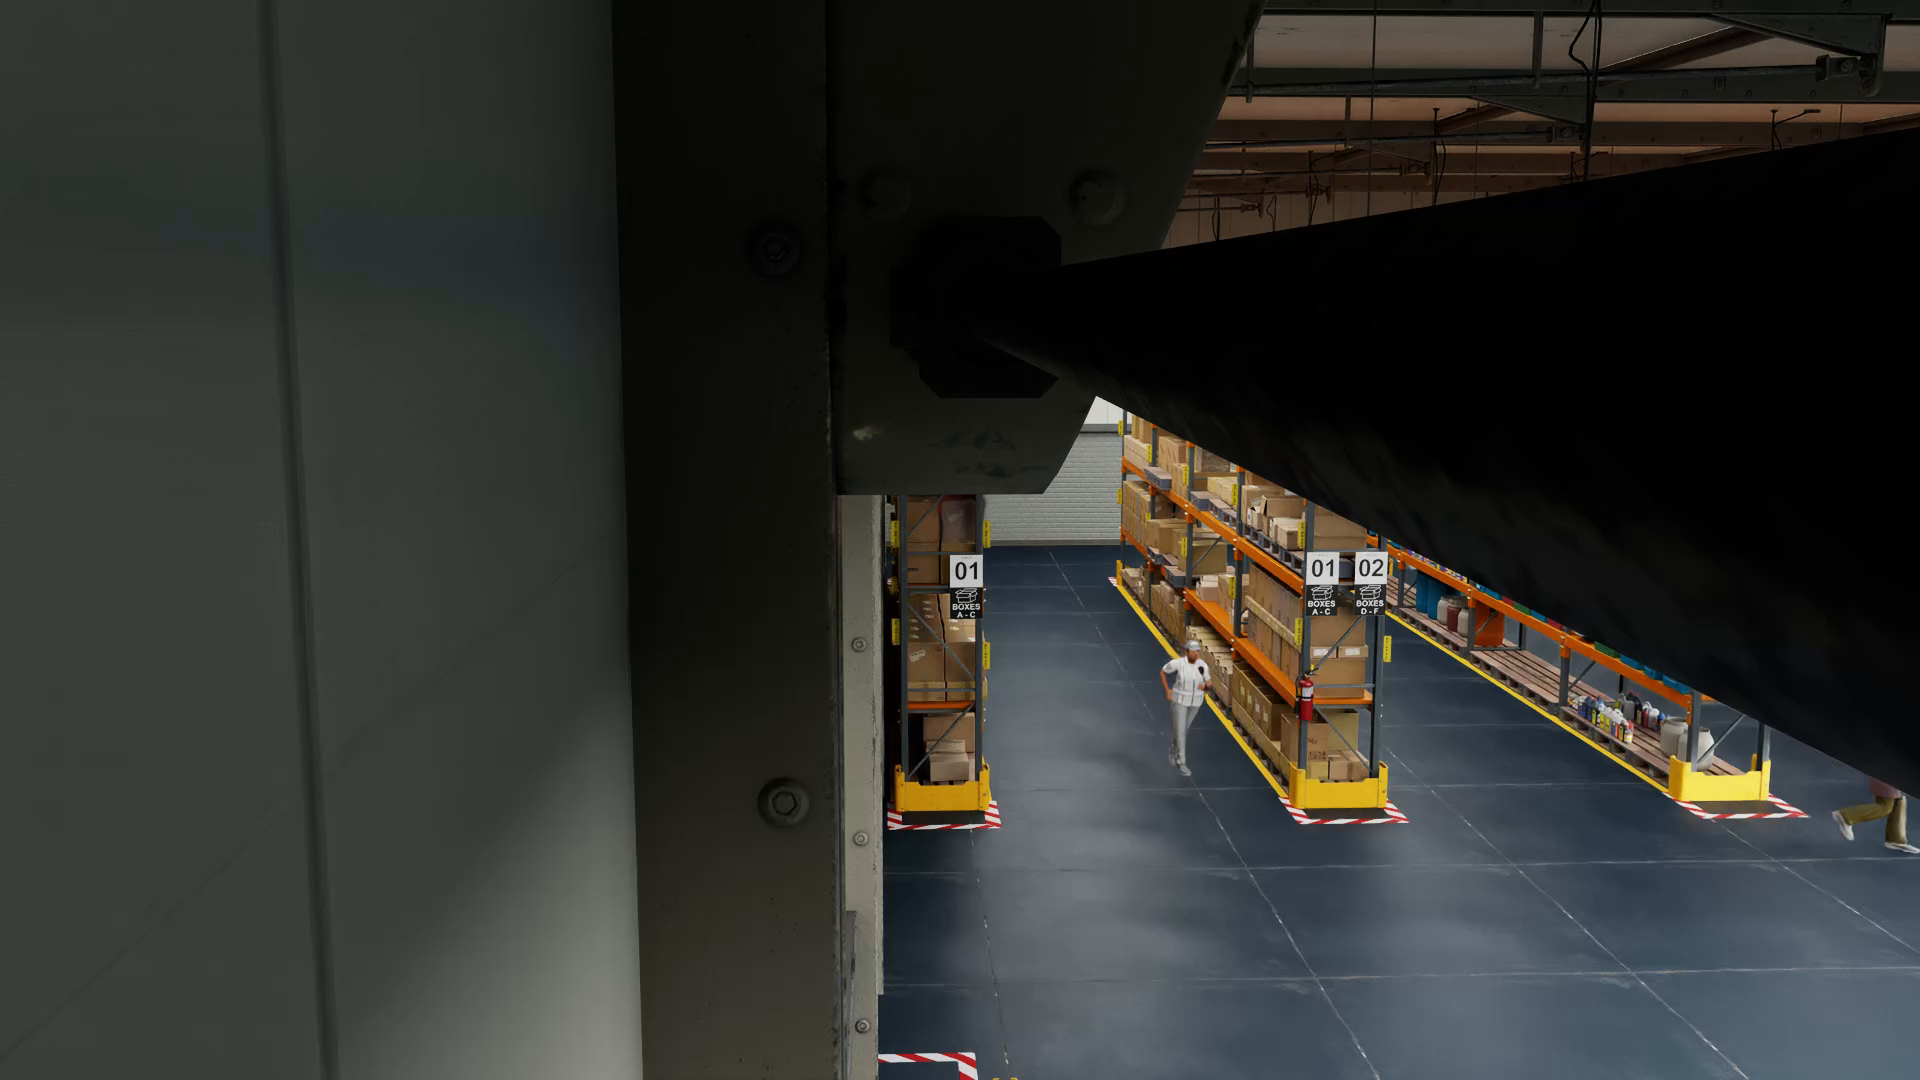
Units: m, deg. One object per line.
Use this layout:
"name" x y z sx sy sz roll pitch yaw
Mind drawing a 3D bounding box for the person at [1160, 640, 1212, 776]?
"person" 2.908 2.117 21.135 0.623 1.704 0.927 -3 9 -17

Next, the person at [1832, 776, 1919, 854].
"person" 10.545 2.679 19.046 0.927 1.778 0.718 4 9 26
